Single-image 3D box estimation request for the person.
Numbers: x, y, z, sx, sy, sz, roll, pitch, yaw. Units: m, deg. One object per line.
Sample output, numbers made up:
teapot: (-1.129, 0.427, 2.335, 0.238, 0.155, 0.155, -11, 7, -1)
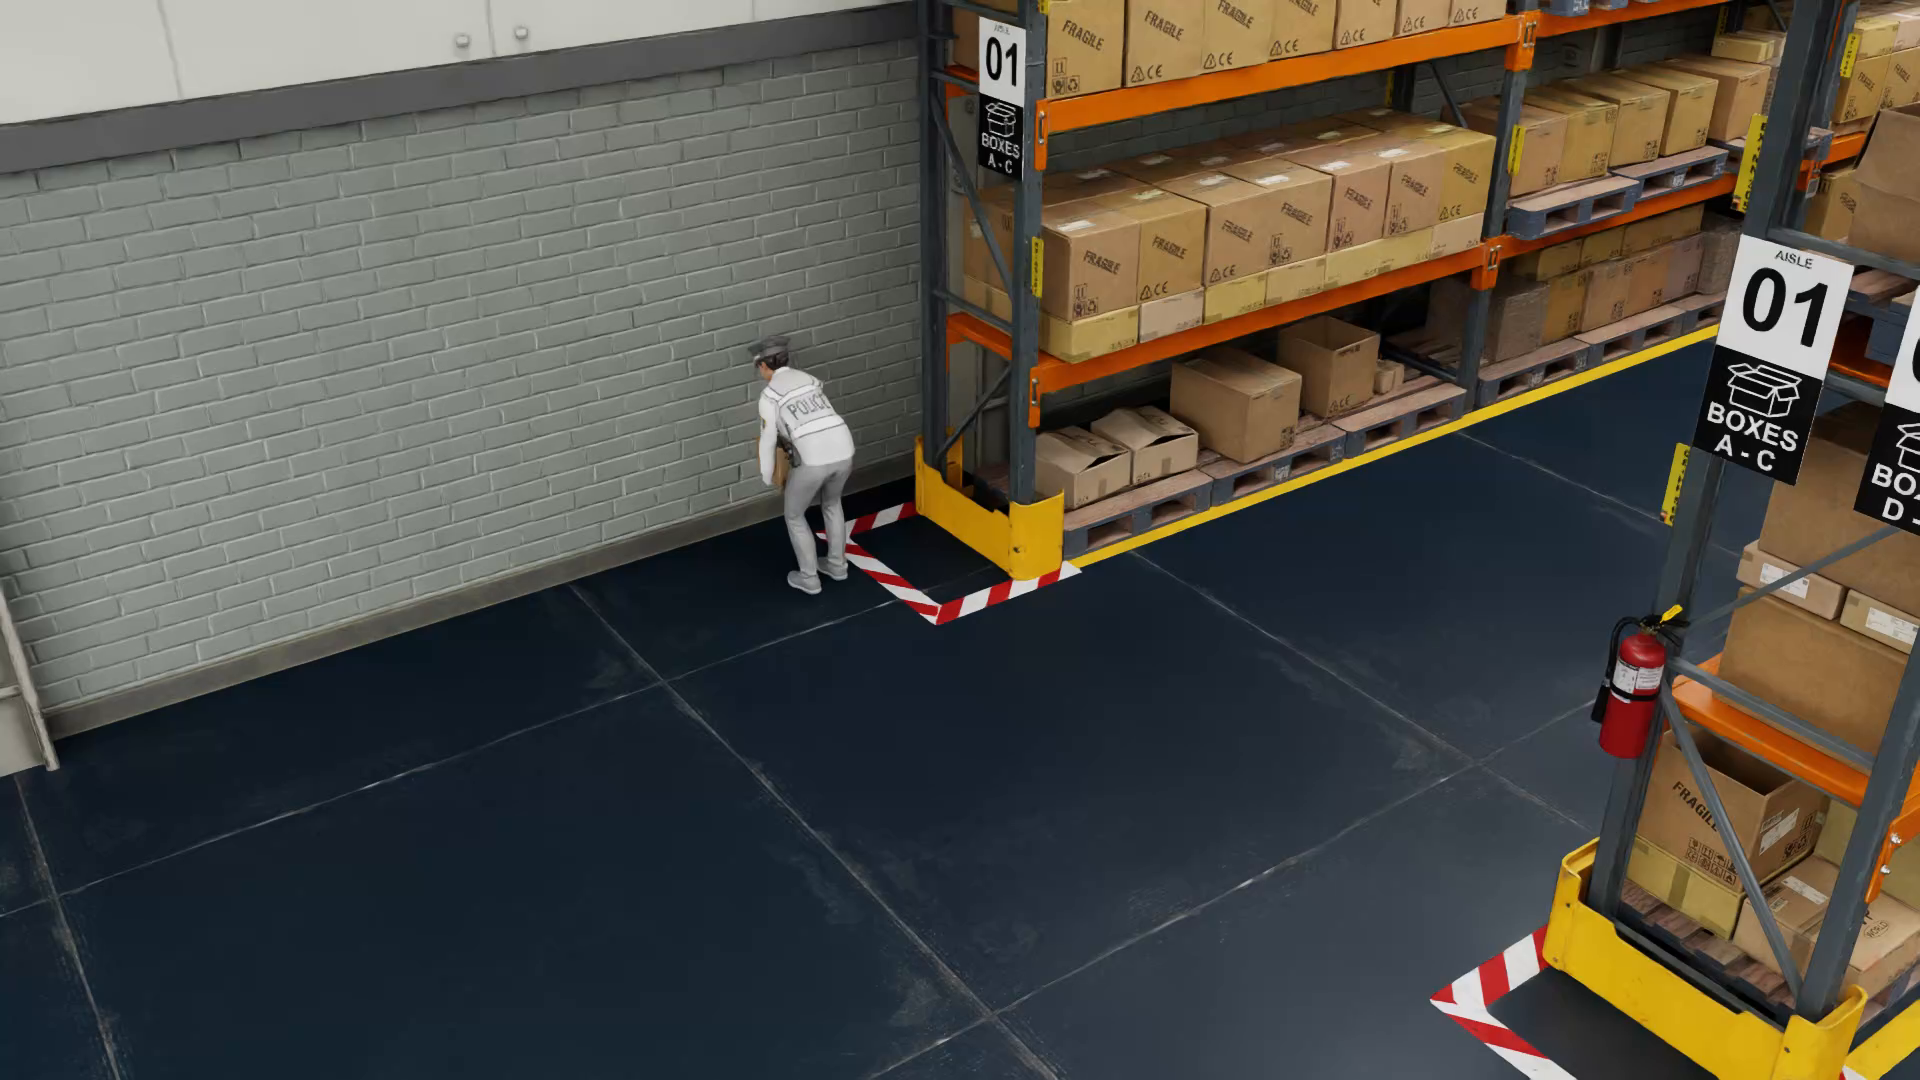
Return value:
person: (-0.896, -0.469, 9.604, 0.410, 1.552, 0.648, -20, 34, -31)
